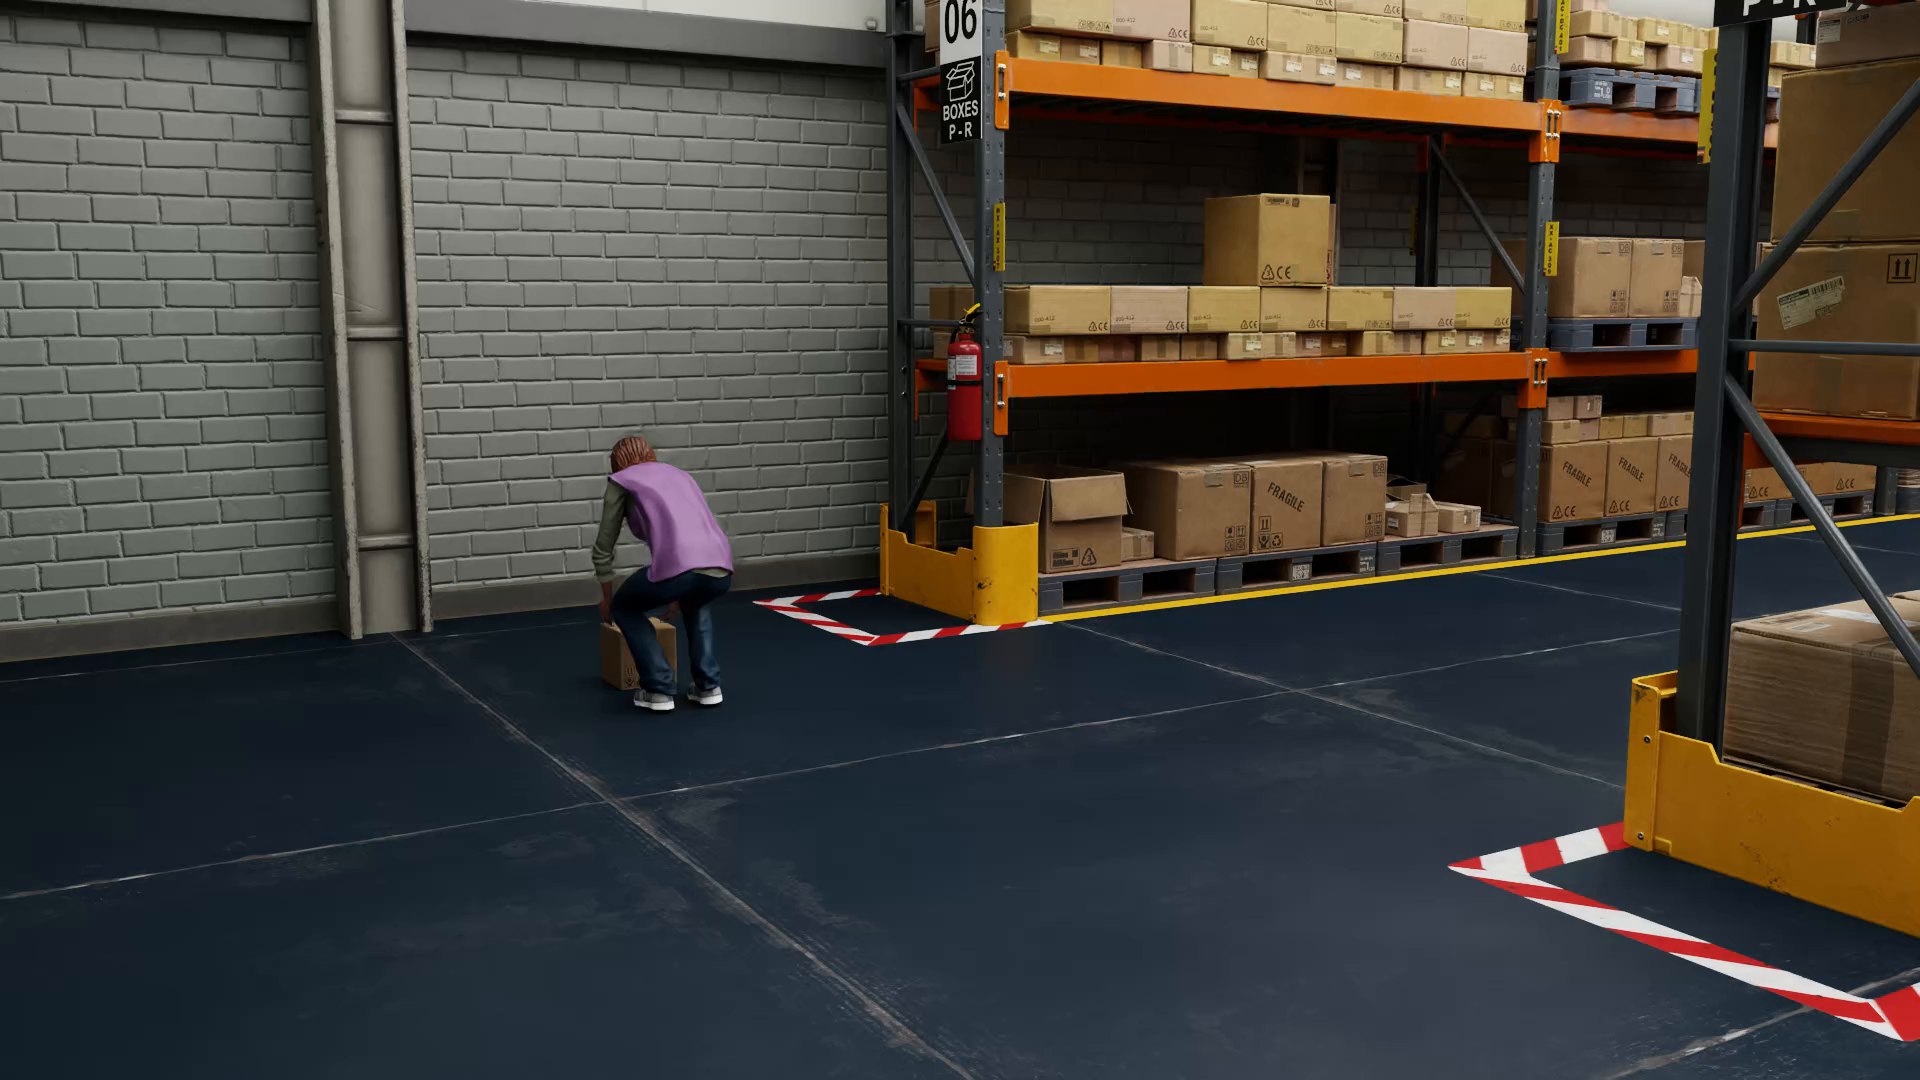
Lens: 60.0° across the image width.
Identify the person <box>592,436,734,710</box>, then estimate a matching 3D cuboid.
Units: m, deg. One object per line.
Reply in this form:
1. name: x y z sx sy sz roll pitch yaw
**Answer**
1. person: -1.210 0.136 6.750 0.460 1.075 0.754 -5 10 -31
